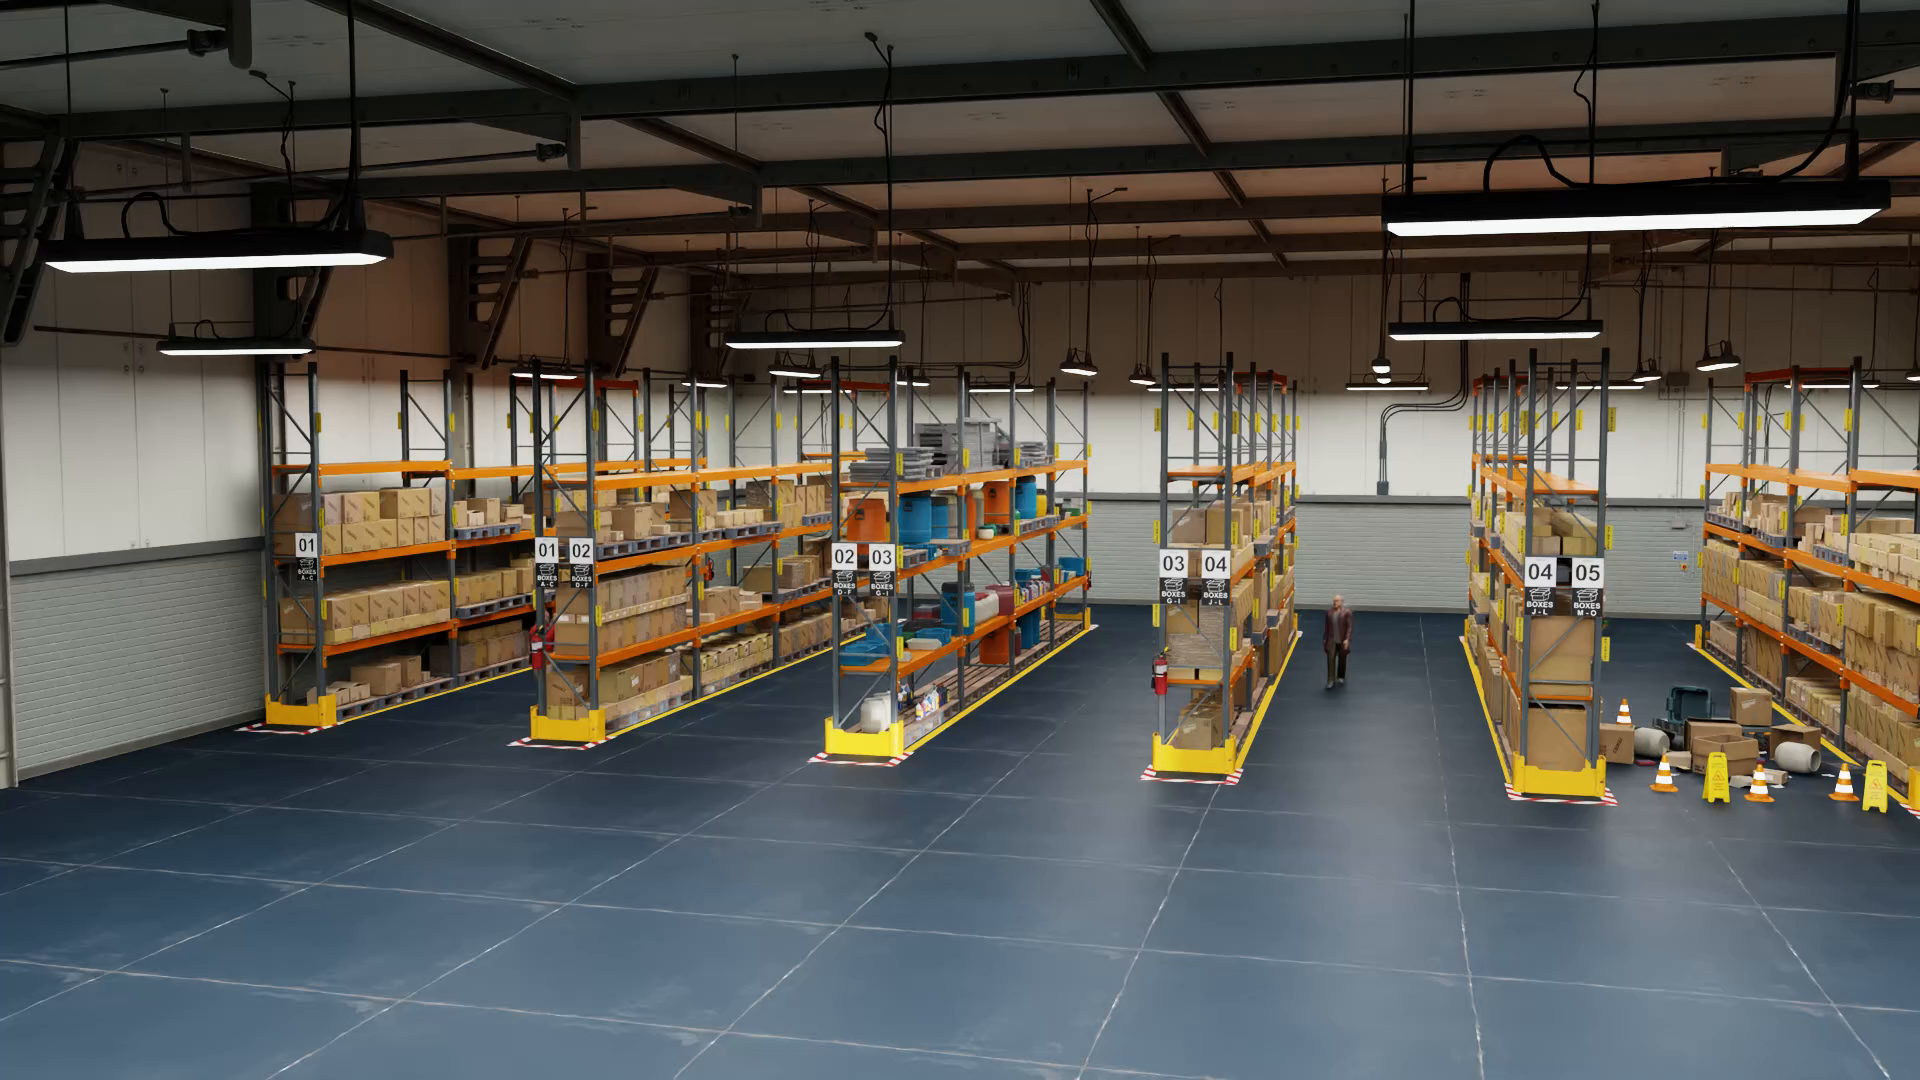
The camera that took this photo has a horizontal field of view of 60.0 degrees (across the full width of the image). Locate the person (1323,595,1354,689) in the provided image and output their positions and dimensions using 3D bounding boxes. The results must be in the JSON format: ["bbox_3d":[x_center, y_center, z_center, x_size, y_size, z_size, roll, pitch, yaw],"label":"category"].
[{"bbox_3d":[7.141,1.903,31.407,0.579,1.718,1.103,1,4,16],"label":"person"}]

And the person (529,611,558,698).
[{"bbox_3d":[-7.397,2.087,29.538,0.514,1.646,1.117,0,4,-3],"label":"person"}]

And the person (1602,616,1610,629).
[{"bbox_3d":[15.004,1.334,39.691,1.034,1.754,0.534,1,4,8],"label":"person"}]

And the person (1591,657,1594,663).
[{"bbox_3d":[13.108,1.780,34.473,0.469,1.598,0.547,-1,4,-7],"label":"person"}]
